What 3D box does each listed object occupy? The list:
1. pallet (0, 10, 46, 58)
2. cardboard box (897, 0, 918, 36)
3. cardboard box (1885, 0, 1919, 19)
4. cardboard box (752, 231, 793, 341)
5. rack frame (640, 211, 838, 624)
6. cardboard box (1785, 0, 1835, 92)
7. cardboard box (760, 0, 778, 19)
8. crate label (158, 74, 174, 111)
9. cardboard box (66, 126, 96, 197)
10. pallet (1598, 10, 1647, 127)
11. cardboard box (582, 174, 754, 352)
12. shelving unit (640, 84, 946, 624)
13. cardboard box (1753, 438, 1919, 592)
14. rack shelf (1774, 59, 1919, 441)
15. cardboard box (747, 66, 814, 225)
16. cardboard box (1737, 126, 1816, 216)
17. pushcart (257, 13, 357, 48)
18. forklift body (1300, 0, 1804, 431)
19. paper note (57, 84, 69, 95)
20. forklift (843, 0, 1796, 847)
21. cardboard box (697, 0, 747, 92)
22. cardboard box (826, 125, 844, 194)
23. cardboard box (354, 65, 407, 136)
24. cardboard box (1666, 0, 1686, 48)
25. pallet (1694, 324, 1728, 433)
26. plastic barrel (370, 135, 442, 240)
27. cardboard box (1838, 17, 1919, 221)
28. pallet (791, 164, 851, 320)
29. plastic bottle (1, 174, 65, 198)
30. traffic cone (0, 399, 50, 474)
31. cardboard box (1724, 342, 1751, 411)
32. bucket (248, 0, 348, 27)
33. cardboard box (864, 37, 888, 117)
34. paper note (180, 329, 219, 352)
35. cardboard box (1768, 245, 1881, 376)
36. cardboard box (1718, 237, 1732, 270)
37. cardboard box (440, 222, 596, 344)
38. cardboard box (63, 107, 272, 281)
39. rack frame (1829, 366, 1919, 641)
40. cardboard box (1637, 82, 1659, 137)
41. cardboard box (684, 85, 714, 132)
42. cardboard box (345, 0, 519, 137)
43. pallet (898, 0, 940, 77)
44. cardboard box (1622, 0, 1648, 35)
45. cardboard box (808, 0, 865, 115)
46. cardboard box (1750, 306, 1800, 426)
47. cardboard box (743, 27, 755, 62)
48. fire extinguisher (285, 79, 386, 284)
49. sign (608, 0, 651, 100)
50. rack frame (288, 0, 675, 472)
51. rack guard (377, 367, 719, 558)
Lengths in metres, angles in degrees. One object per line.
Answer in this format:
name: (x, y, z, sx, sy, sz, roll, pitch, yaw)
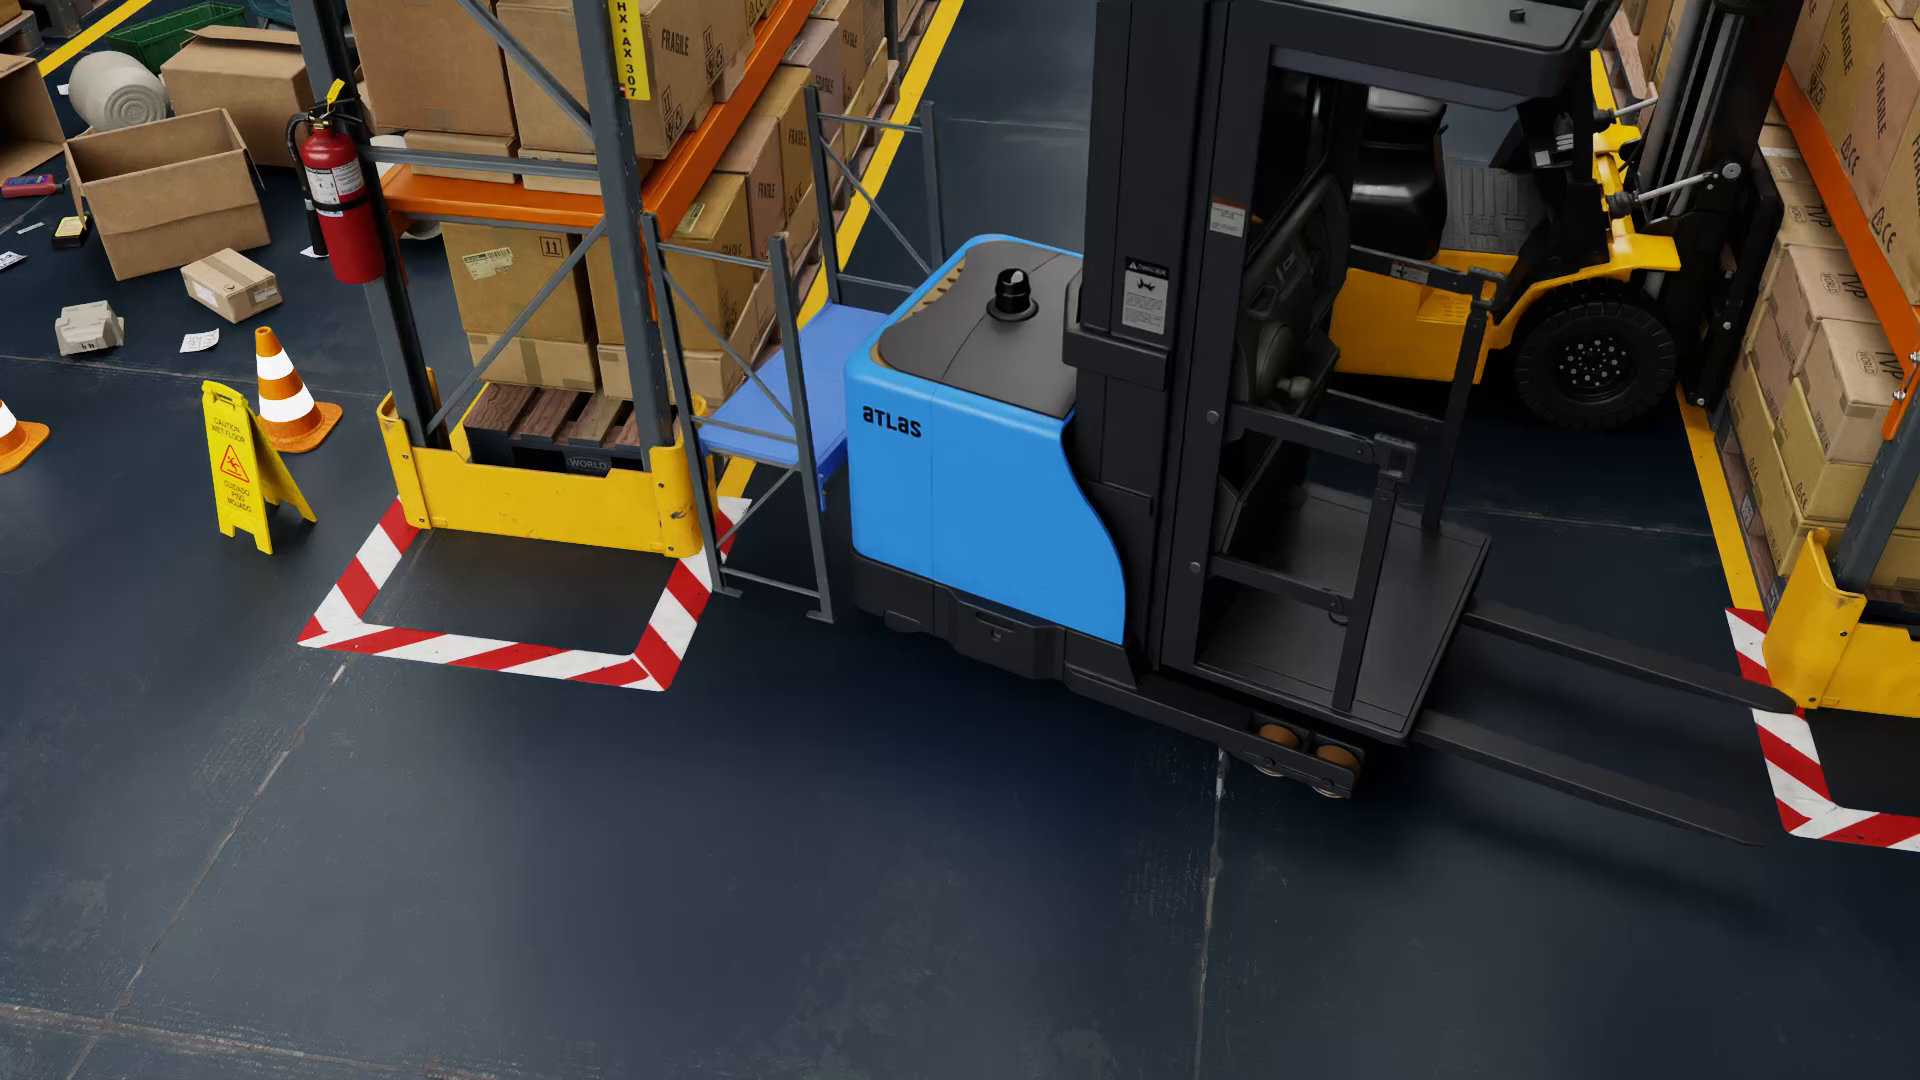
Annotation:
pallet: (-5.943, -2.657, 9.298, 1.003, 0.211, 1.213, 6, 40, 8)
cardboard box: (-0.754, -3.196, 9.495, 0.950, 0.372, 0.625, 7, 40, 8)
cardboard box: (3.313, -1.846, 5.542, 0.380, 0.149, 0.250, 5, 40, 6)
cardboard box: (-1.026, -1.105, 7.061, 0.500, 0.250, 0.500, 8, 40, 9)
rack frame: (-0.708, -0.360, 5.485, 0.500, 1.500, 0.032, 14, 41, 22)
cardboard box: (3.445, -2.002, 6.239, 0.500, 0.500, 0.500, 7, 40, 8)
cardboard box: (-0.954, -2.274, 6.843, 0.380, 0.149, 0.250, 5, 40, 6)
crate label: (-4.272, -2.501, 9.167, 0.298, 0.136, 0.250, -20, 44, -23)
cardboard box: (-4.218, -1.865, 8.297, 0.396, 0.266, 0.258, 13, 41, 15)
pallet: (4.137, -2.565, 9.187, 1.003, 0.211, 1.213, 6, 40, 8)
cardboard box: (-1.119, -1.089, 6.453, 0.500, 0.500, 0.500, 5, 40, 6)
shelving unit: (-0.490, -0.652, 5.839, 0.538, 1.500, 1.048, 14, 41, 22)
cardboard box: (3.125, -0.094, 5.838, 0.500, 0.250, 0.500, 7, 40, 8)
rack shelf: (3.701, -1.640, 6.445, 1.077, 0.370, 4.000, 6, 40, 8)
cardboard box: (-0.938, -1.732, 7.231, 0.500, 0.500, 0.500, 7, 40, 9)
cardboard box: (3.383, -1.429, 6.669, 0.500, 0.250, 0.500, 6, 40, 7)
pushcart: (-3.096, -2.927, 9.494, 1.648, 0.377, 0.936, -6, 40, -8)
forklift body: (1.887, -1.727, 6.651, 2.313, 2.155, 1.214, 6, 40, 8)
paper note: (-4.959, -2.534, 9.291, 0.147, 0.020, 0.142, -20, 44, -23)
forklift: (1.160, -0.704, 4.802, 3.031, 2.935, 1.130, 18, 43, 21)
cardboard box: (-1.093, -1.953, 5.946, 0.500, 0.500, 0.500, 8, 40, 9)
cardboard box: (-0.854, -1.765, 7.860, 0.500, 0.250, 0.500, 7, 40, 8)
cardboard box: (-3.097, -2.390, 8.932, 0.258, 0.266, 0.396, -20, 44, -23)
cardboard box: (3.655, -2.391, 7.832, 0.500, 0.250, 0.500, 6, 40, 7)
pallet: (3.660, -0.836, 7.095, 1.003, 0.211, 1.213, 6, 40, 8)
plastic barrel: (-2.668, -1.678, 7.947, 0.421, 0.421, 0.512, -28, 47, -30)
cardboard box: (3.281, -1.363, 5.467, 0.500, 0.500, 0.500, 8, 40, 9)
pallet: (-1.132, -1.450, 7.838, 1.003, 0.211, 1.213, 6, 40, 8)
plastic bottle: (-4.645, -1.781, 8.356, 0.283, 0.061, 0.133, -6, 40, -8)
traffic cone: (-3.882, -0.551, 6.553, 0.336, 0.463, 0.334, 6, 40, 8)
cardboard box: (3.316, -0.718, 6.593, 0.500, 0.250, 0.500, 7, 40, 8)
bucket: (-3.488, -3.185, 9.124, 0.726, 0.611, 0.620, 20, 34, 23)
cardboard box: (-0.680, -2.419, 8.651, 0.500, 0.250, 0.500, 8, 40, 10)
paper note: (-3.331, -0.876, 7.286, 0.148, 0.019, 0.142, -6, 40, -8)
cardboard box: (3.210, -0.795, 5.901, 0.500, 0.250, 0.500, 7, 40, 8)
cardboard box: (3.388, -1.251, 6.845, 0.500, 0.250, 0.500, 6, 40, 8)
cardboard box: (-1.652, -1.130, 6.503, 0.500, 0.500, 0.500, 7, 40, 8)
cardboard box: (-3.724, -1.627, 7.823, 0.797, 0.503, 0.637, -20, 44, -23)
rack frame: (3.355, -0.663, 4.697, 1.000, 3.000, 0.127, 6, 40, 8)
cardboard box: (3.638, -2.008, 8.153, 0.500, 0.250, 0.500, 7, 40, 8)
cardboard box: (-1.116, -1.619, 6.051, 0.380, 0.149, 0.250, 5, 40, 6)
cardboard box: (-1.712, -1.732, 5.679, 0.500, 0.500, 0.500, 6, 40, 7)
pallet: (-0.709, -3.132, 9.873, 1.003, 0.211, 1.213, 6, 40, 8)
cardboard box: (4.269, -3.234, 9.342, 0.875, 0.625, 0.625, 6, 40, 7)
cardboard box: (-0.766, -2.389, 8.025, 0.500, 0.500, 0.500, 7, 40, 8)
cardboard box: (3.229, -0.611, 6.071, 0.500, 0.250, 0.500, 6, 40, 7)
cardboard box: (-1.015, -1.939, 6.438, 0.380, 0.149, 0.250, 7, 40, 9)
fire extinguisher: (-2.008, -1.157, 5.356, 0.296, 0.674, 0.183, 6, 40, 8)
sign: (-1.000, -1.481, 5.008, 0.100, 0.325, 0.005, 6, 40, 8)
rack frame: (-1.534, -1.208, 5.357, 1.000, 3.000, 0.127, 6, 40, 8)
rack guard: (-1.521, -0.292, 6.211, 1.175, 0.500, 0.348, 6, 40, 8)
